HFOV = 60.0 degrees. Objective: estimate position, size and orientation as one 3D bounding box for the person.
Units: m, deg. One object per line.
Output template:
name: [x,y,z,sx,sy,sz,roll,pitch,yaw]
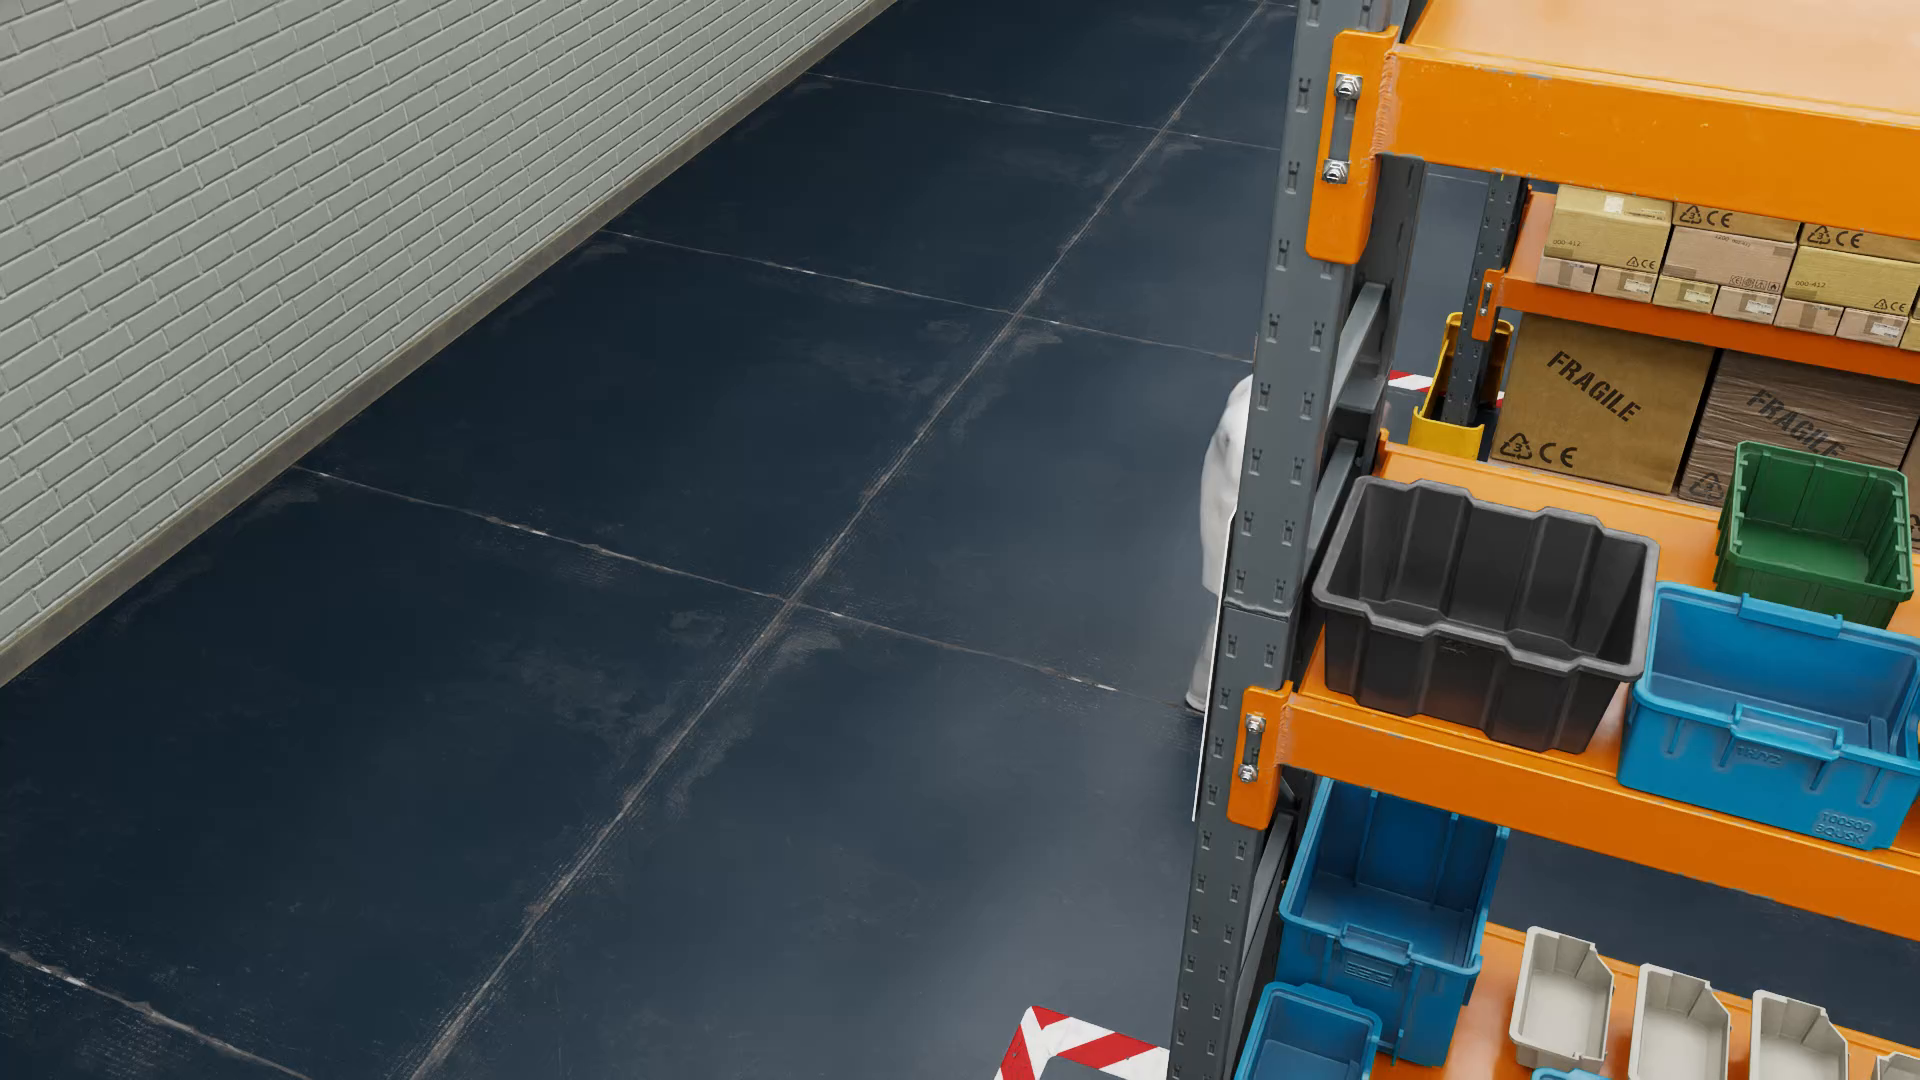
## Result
person: [1.202,-0.061,6.914,0.427,1.773,0.628,13,39,16]
